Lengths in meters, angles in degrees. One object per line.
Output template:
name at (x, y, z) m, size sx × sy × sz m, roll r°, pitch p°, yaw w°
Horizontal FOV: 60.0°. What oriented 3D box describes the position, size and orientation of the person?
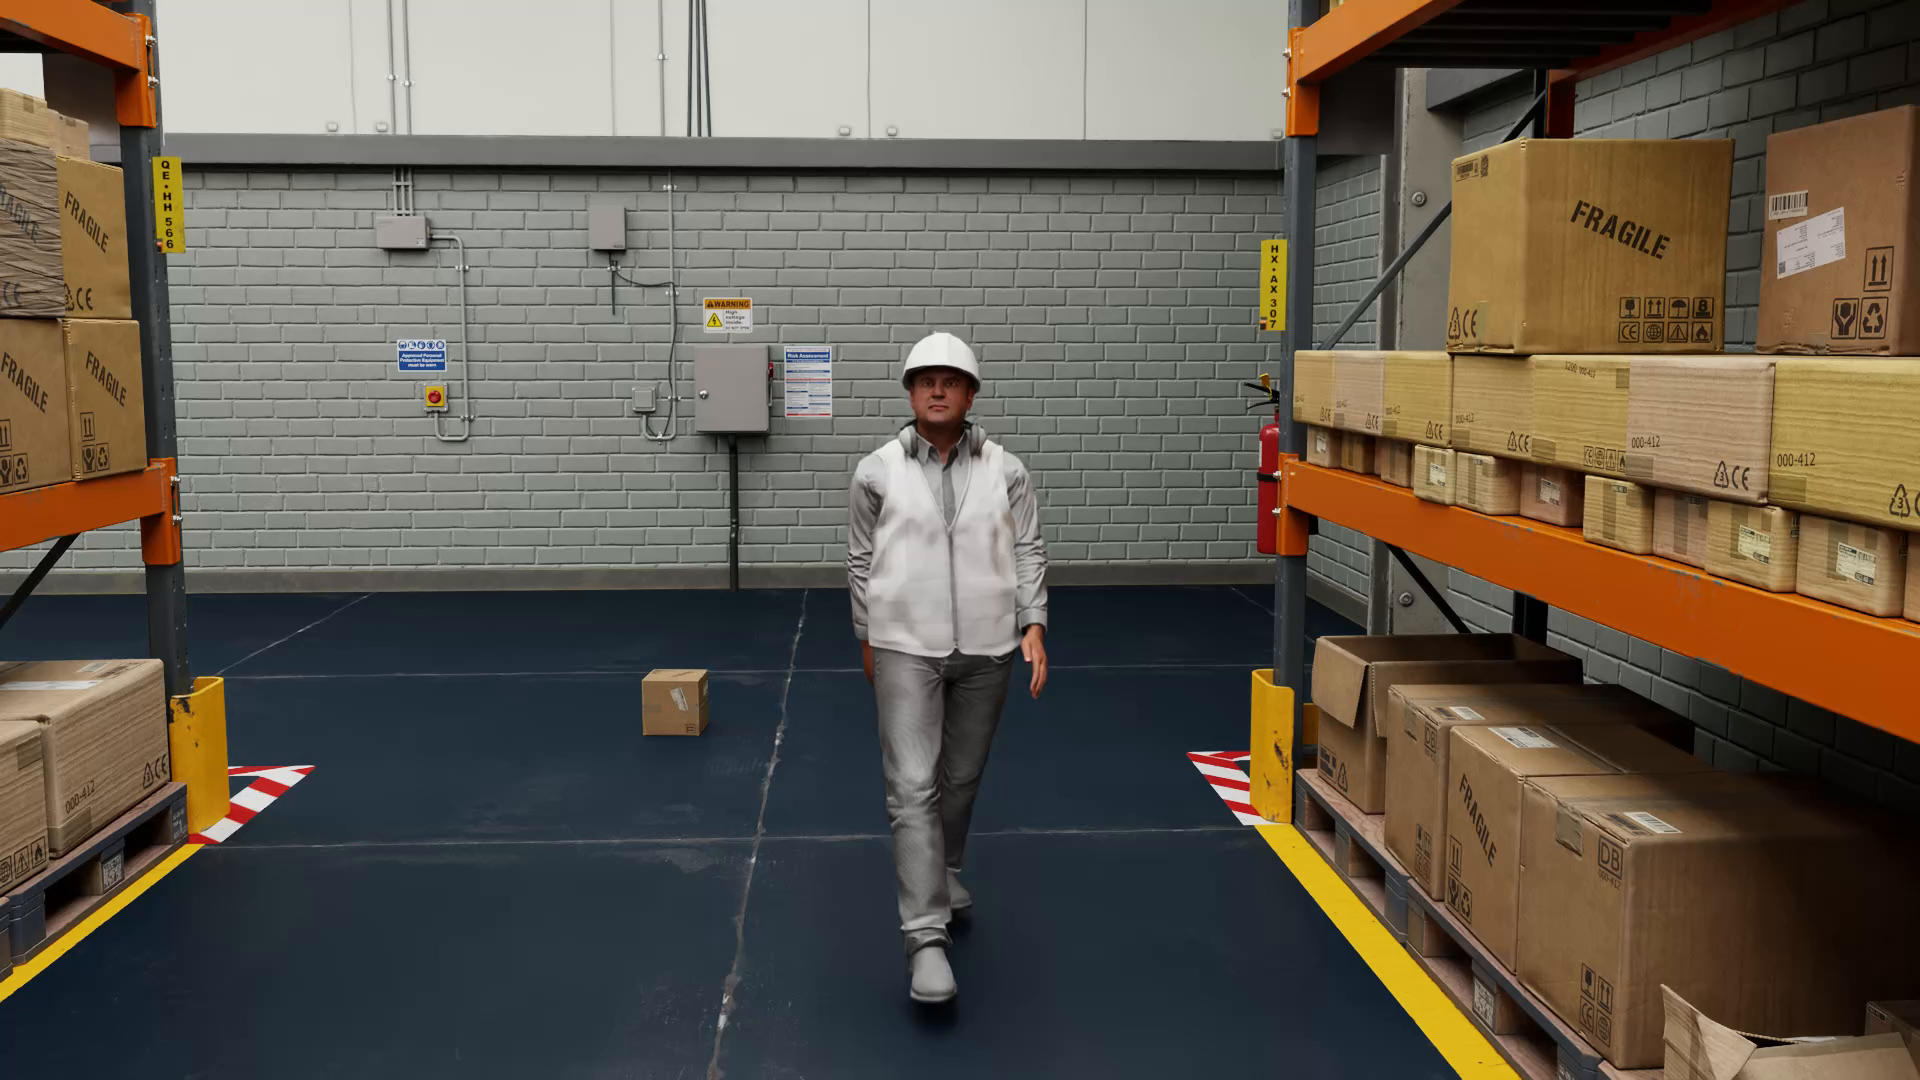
person at (-0.012, 0.287, 4.599) m, size 0.543 × 1.713 × 1.014 m, roll -1°, pitch 7°, yaw -12°
